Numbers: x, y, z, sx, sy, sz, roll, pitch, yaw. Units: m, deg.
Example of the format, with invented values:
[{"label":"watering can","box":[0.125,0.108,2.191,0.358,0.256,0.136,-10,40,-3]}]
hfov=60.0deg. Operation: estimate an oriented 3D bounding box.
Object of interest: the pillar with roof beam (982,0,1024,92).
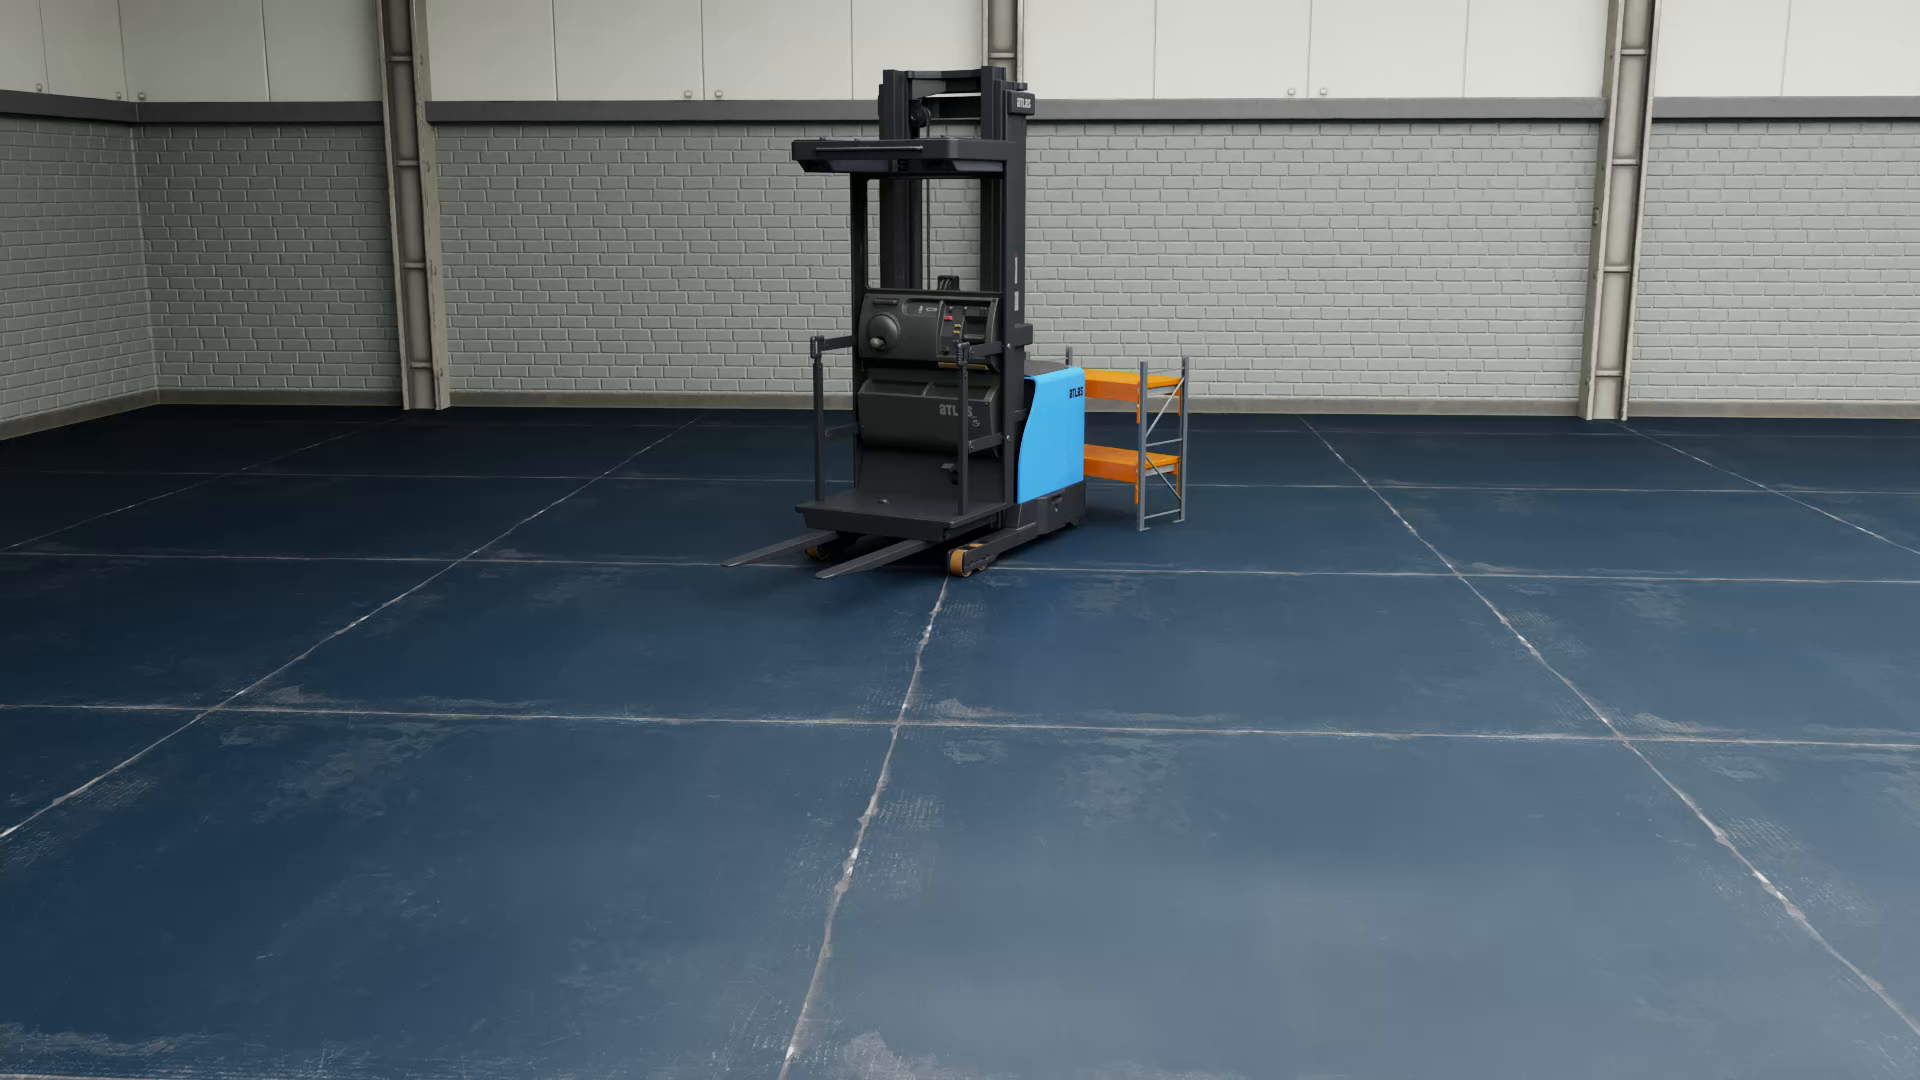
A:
[{"label":"pillar with roof beam","box":[0.132,-4.826,11.863,0.400,9.000,9.100,1,12,4]}]

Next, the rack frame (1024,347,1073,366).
[{"label":"rack frame","box":[0.621,-0.792,11.806,0.032,1.125,0.500,11,16,42]}]

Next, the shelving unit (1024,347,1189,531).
[{"label":"shelving unit","box":[0.989,-0.720,11.463,1.048,1.125,0.538,11,16,42]}]

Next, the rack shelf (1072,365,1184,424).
[{"label":"rack shelf","box":[0.989,-1.006,11.403,1.000,0.278,0.538,11,16,42]}]

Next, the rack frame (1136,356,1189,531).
[{"label":"rack frame","box":[1.358,-0.648,11.120,0.032,1.125,0.500,11,16,42]}]

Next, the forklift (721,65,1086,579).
[{"label":"forklift","box":[-0.294,-1.322,9.930,1.130,2.935,3.031,6,13,28]}]

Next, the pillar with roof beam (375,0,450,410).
[{"label":"pillar with roof beam","box":[-5.855,-4.909,12.255,0.400,9.000,9.100,1,12,4]}]

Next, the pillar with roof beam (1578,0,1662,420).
[{"label":"pillar with roof beam","box":[6.119,-4.744,11.471,0.400,9.000,9.100,1,12,4]}]

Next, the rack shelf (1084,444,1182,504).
[{"label":"rack shelf","box":[0.989,-0.481,11.513,1.000,0.278,0.538,11,16,42]}]
